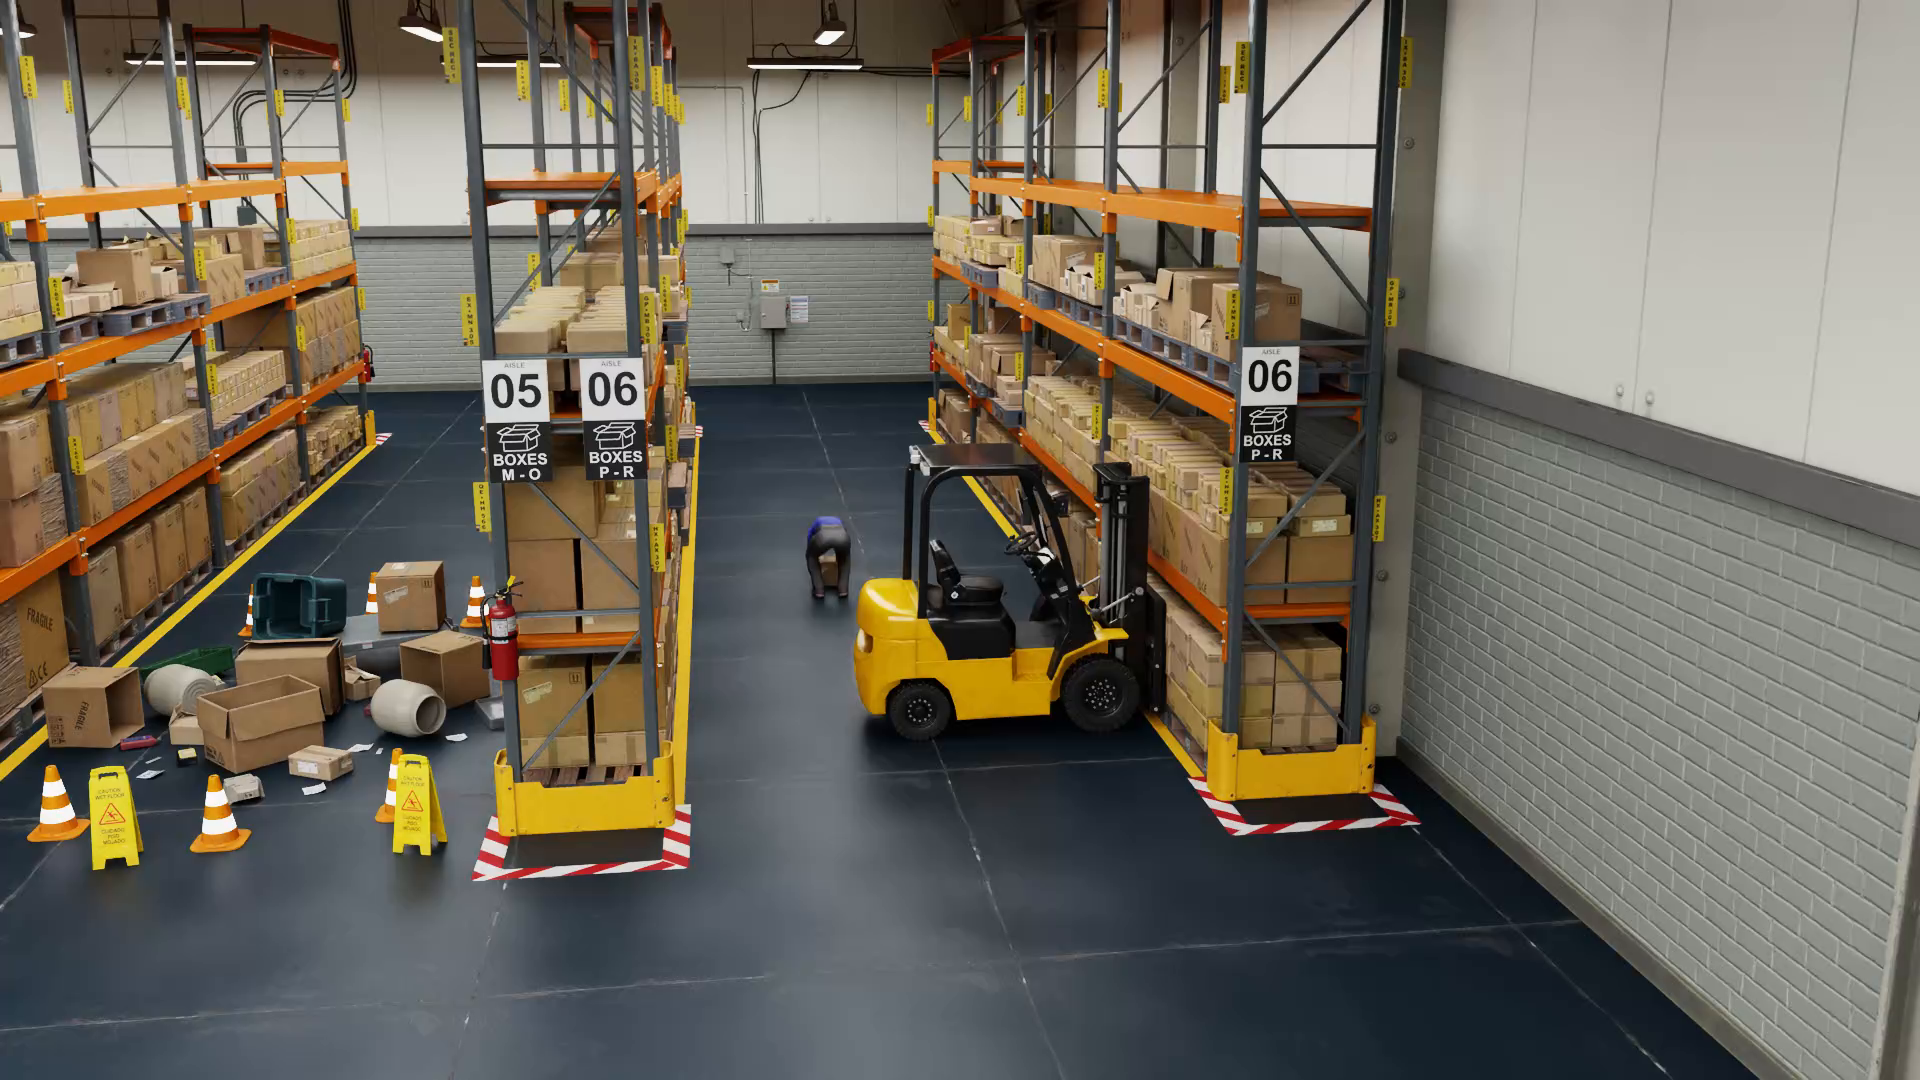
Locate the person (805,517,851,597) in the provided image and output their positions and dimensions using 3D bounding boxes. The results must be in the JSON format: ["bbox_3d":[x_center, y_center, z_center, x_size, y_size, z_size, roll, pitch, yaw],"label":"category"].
[{"bbox_3d":[-1.369,0.151,17.261,0.472,0.803,0.870,-3,14,-11],"label":"person"}]
